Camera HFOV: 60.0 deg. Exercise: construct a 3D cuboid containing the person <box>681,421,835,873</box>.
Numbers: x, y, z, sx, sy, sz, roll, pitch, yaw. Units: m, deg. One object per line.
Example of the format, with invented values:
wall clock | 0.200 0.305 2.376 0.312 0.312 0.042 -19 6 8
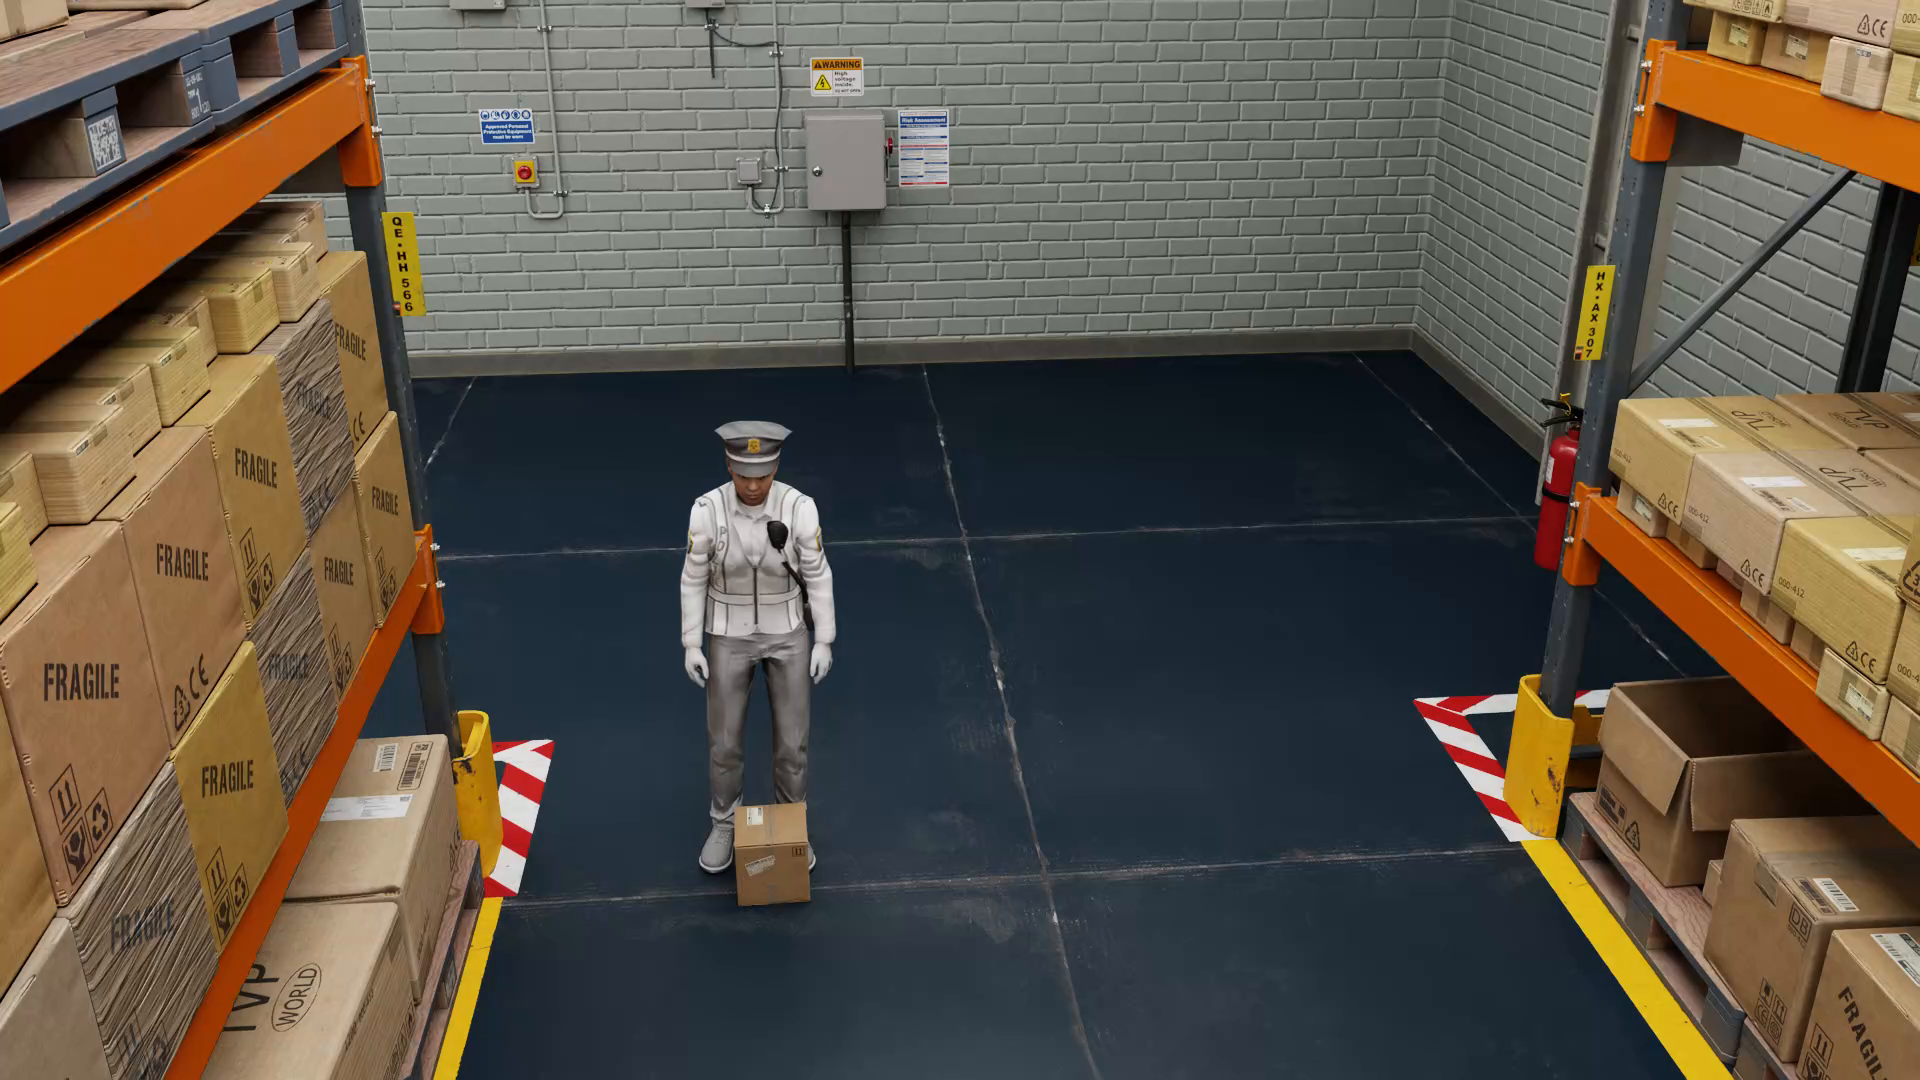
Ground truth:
person | -0.695 0.369 5.764 0.530 1.663 0.404 -2 24 -5
